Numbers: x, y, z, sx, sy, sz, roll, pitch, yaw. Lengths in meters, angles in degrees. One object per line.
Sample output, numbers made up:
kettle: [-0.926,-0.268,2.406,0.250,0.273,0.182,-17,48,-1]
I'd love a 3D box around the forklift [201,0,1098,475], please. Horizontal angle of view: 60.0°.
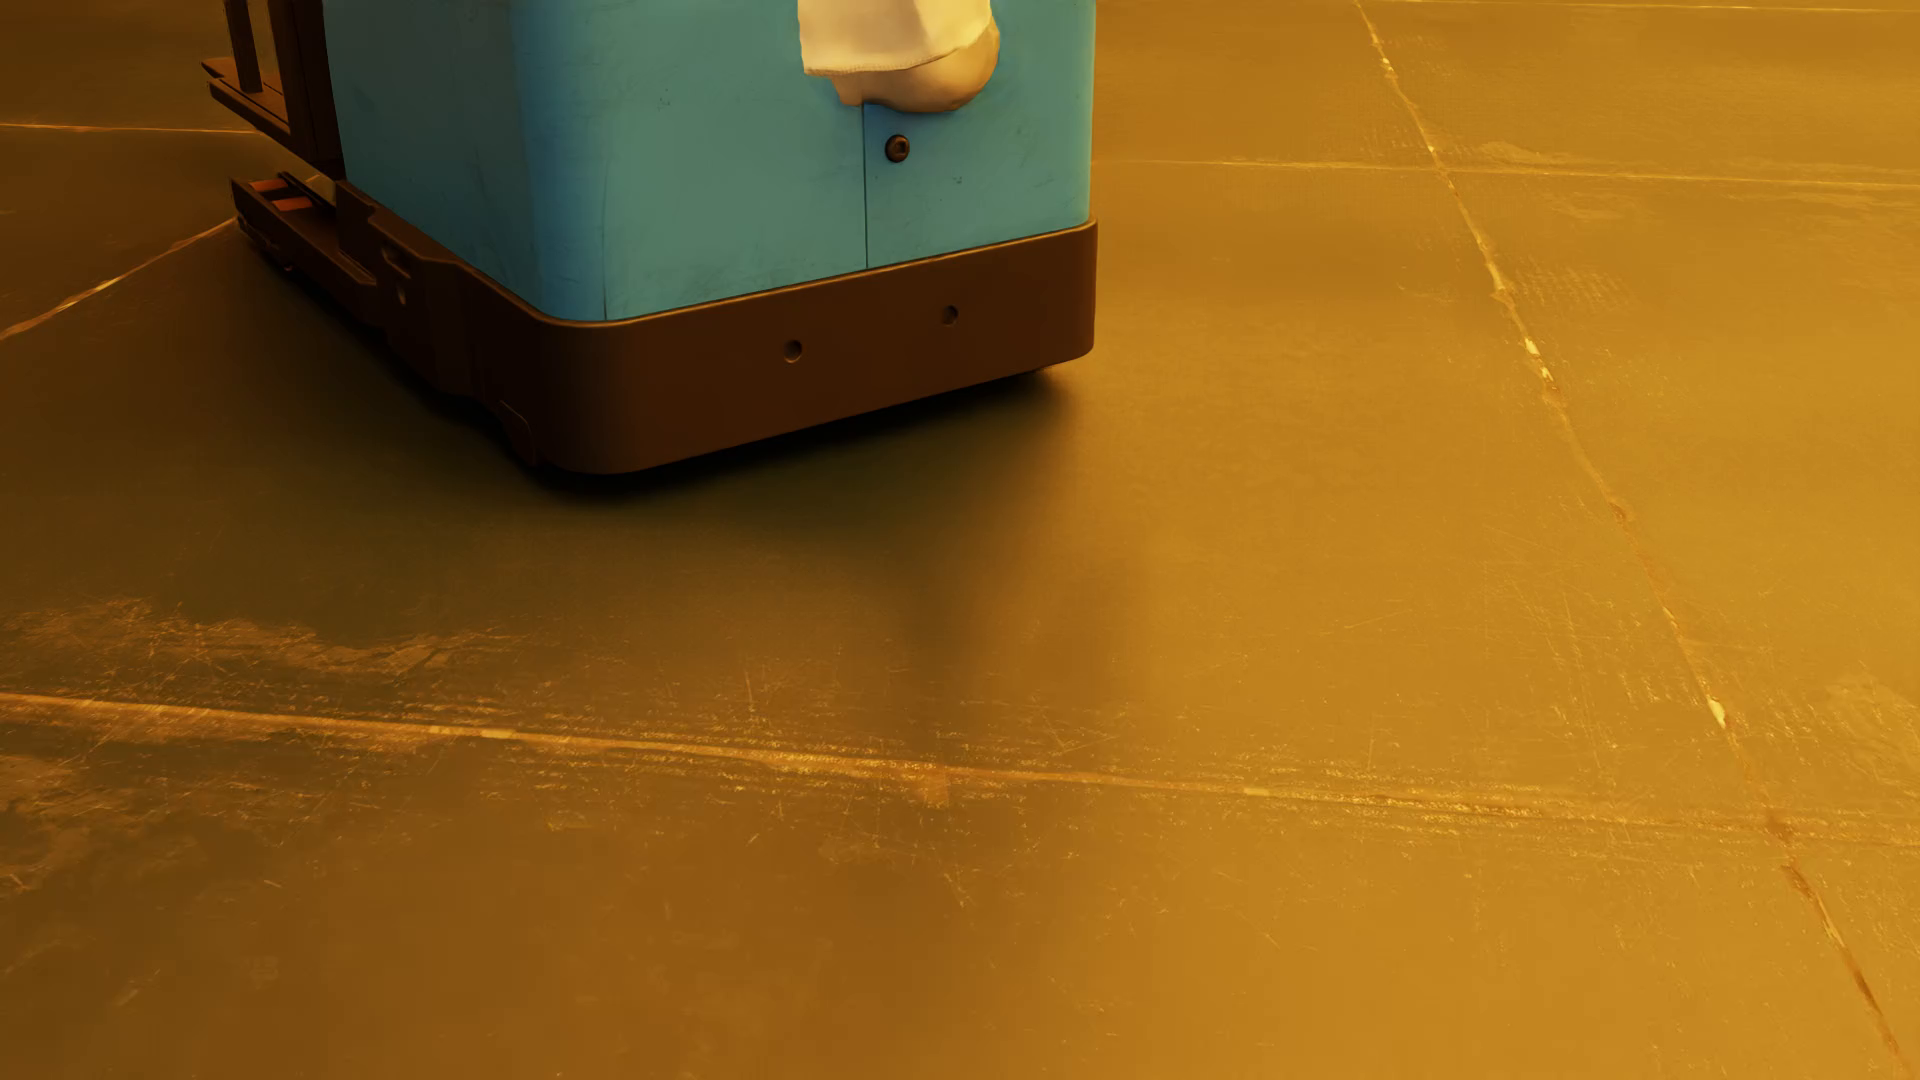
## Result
forklift: [-1.013,-2.015,3.255,1.130,2.935,3.031,-17,31,-31]

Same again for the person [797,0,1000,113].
person: [-0.114,-0.952,2.750,1.041,1.469,0.781,3,27,5]
